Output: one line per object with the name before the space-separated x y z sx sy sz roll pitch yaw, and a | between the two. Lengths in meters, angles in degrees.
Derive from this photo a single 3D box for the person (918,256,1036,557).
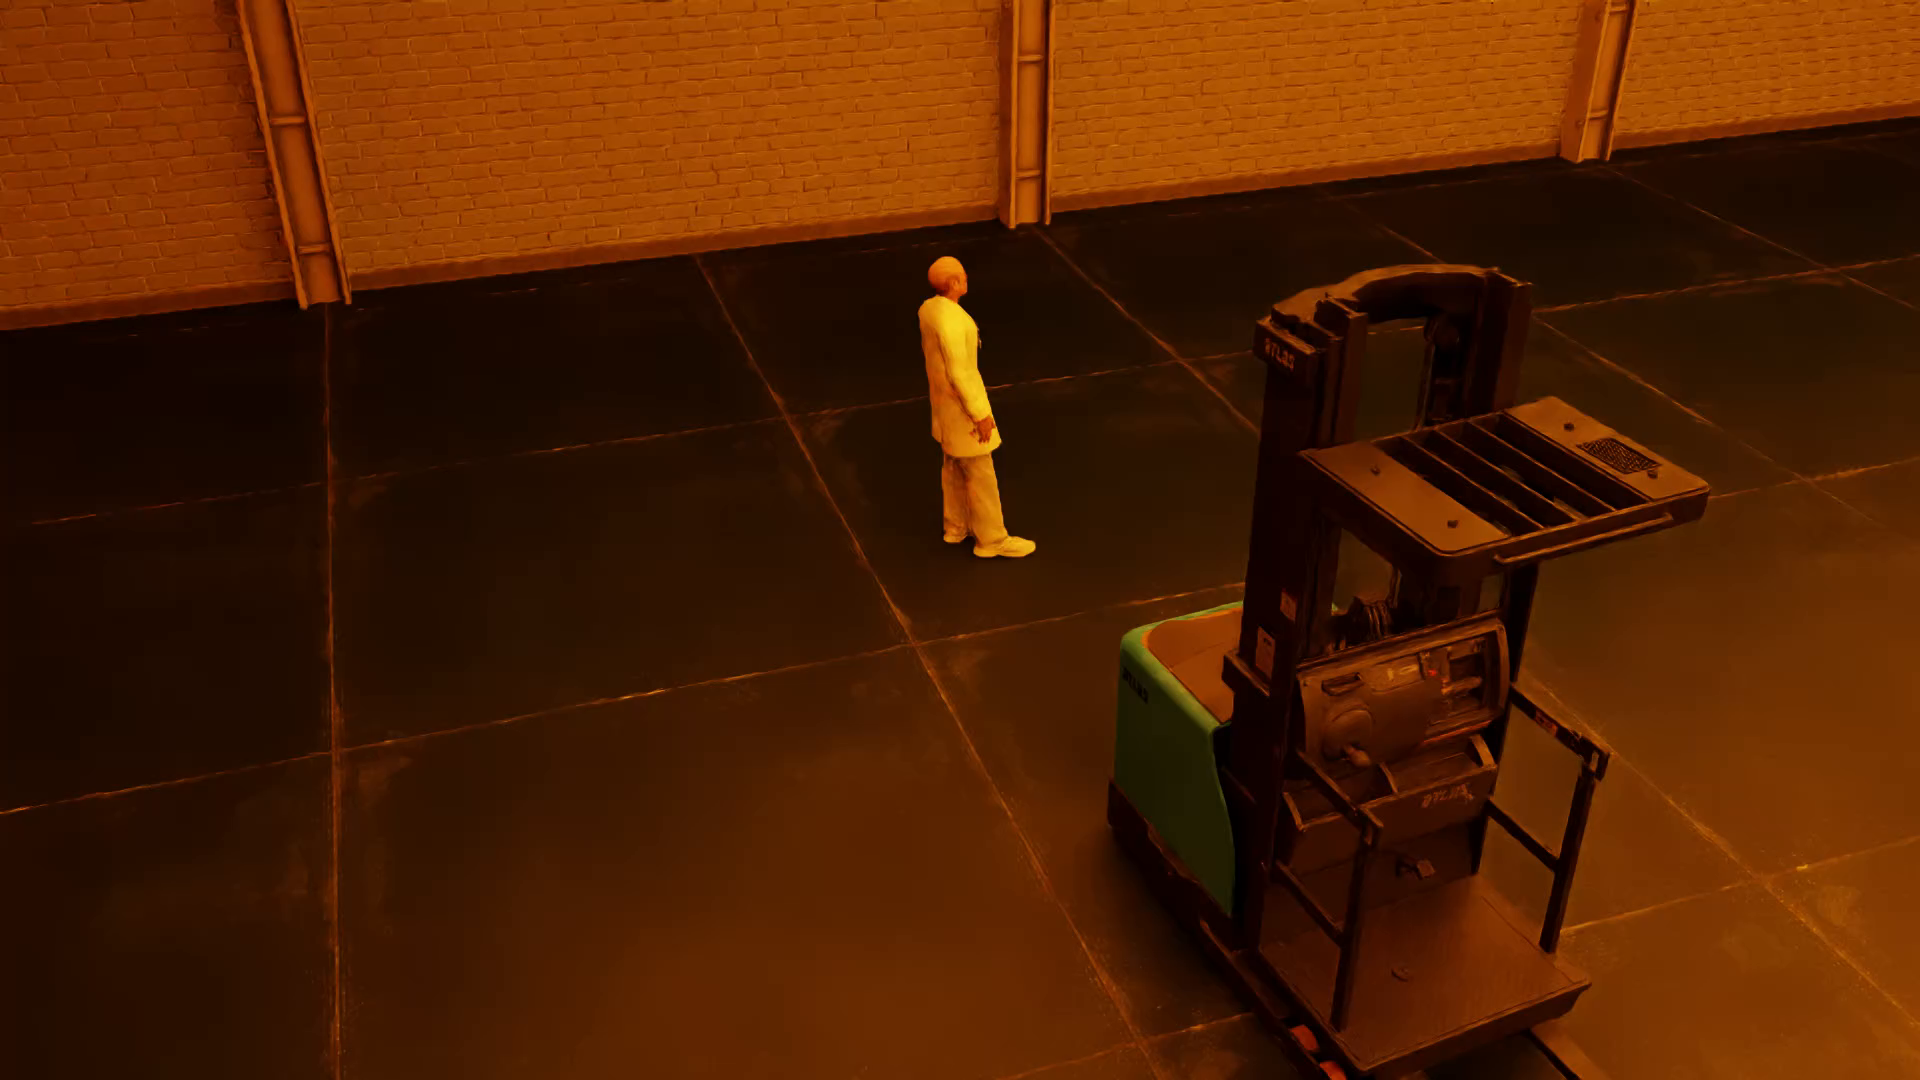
person | 0.088 -0.789 9.600 0.579 1.776 0.694 -10 31 -16

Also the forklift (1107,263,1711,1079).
forklift | 1.743 0.623 6.004 1.130 2.935 3.031 -13 32 -21
